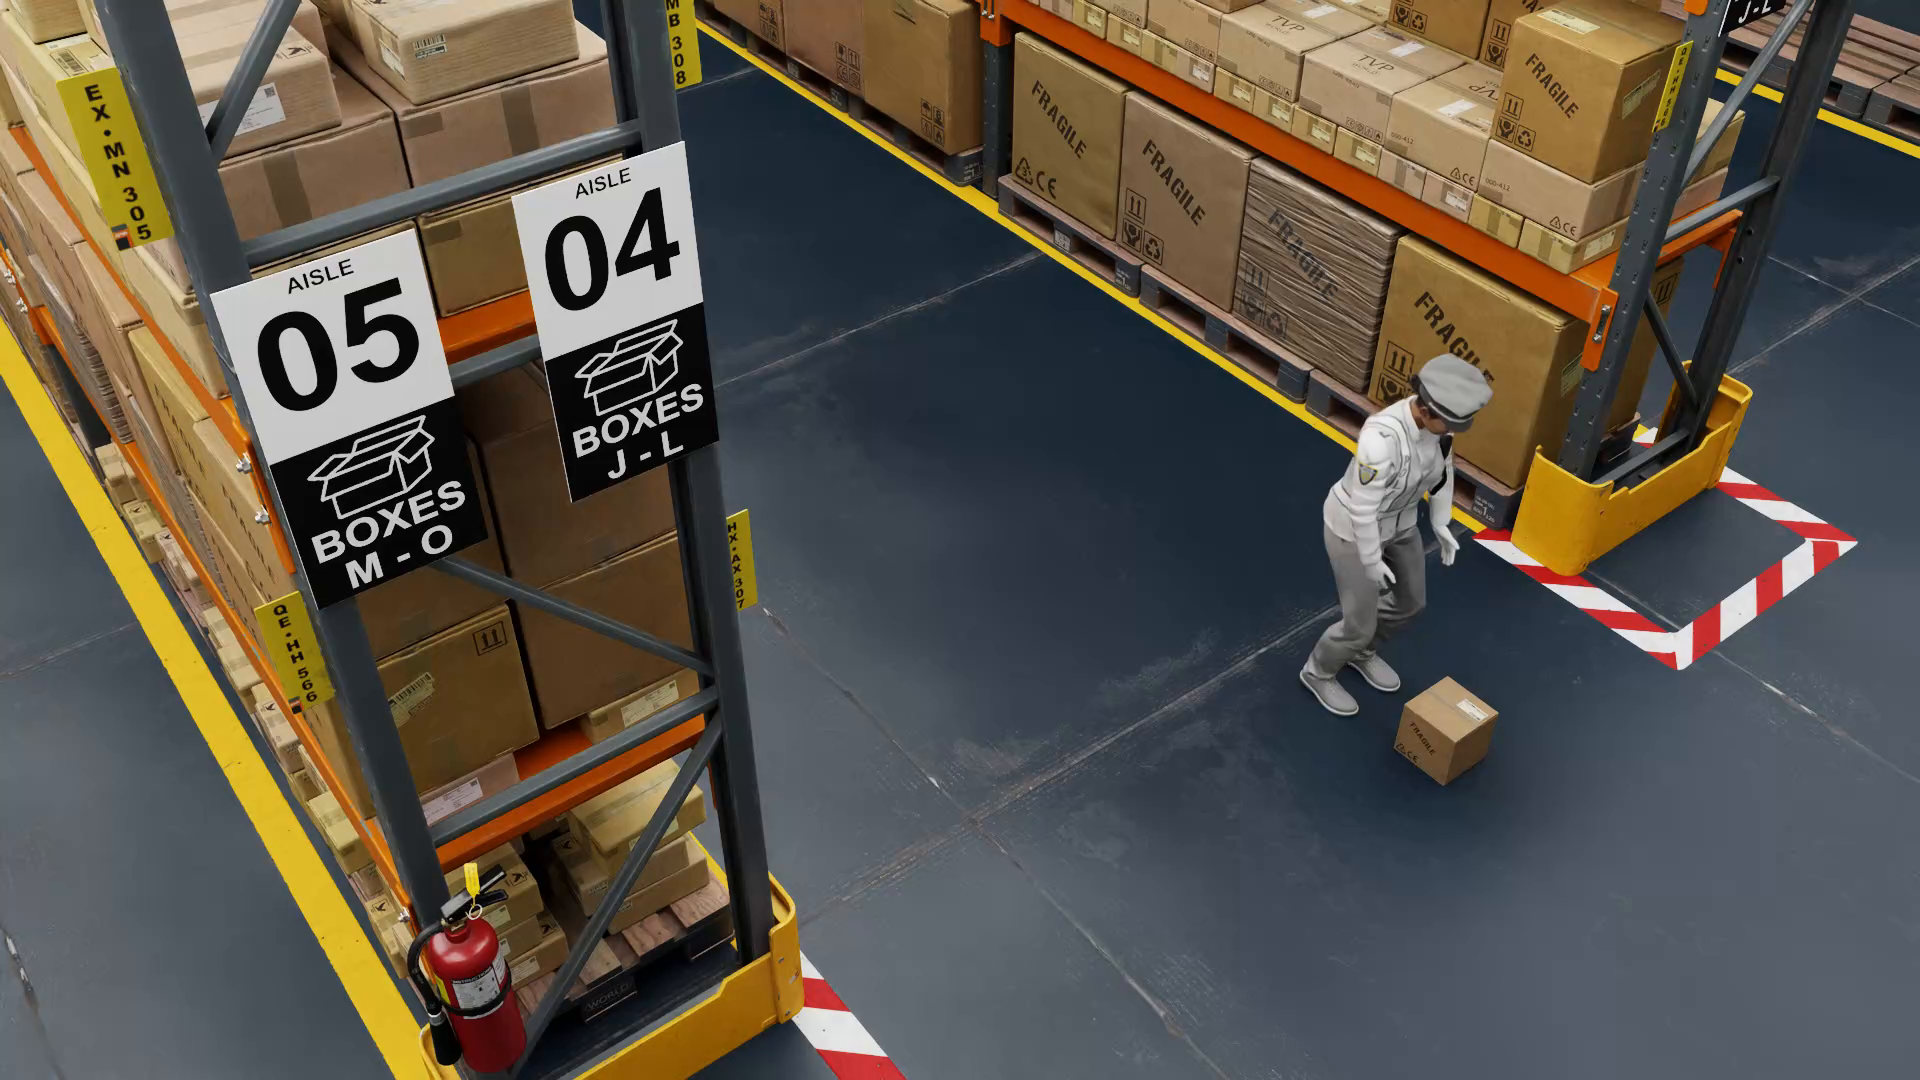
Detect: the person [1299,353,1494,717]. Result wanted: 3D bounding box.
[{"bbox_3d":[1.619,-0.020,6.237,0.508,1.604,0.485,-25,47,-27],"label":"person"}]
